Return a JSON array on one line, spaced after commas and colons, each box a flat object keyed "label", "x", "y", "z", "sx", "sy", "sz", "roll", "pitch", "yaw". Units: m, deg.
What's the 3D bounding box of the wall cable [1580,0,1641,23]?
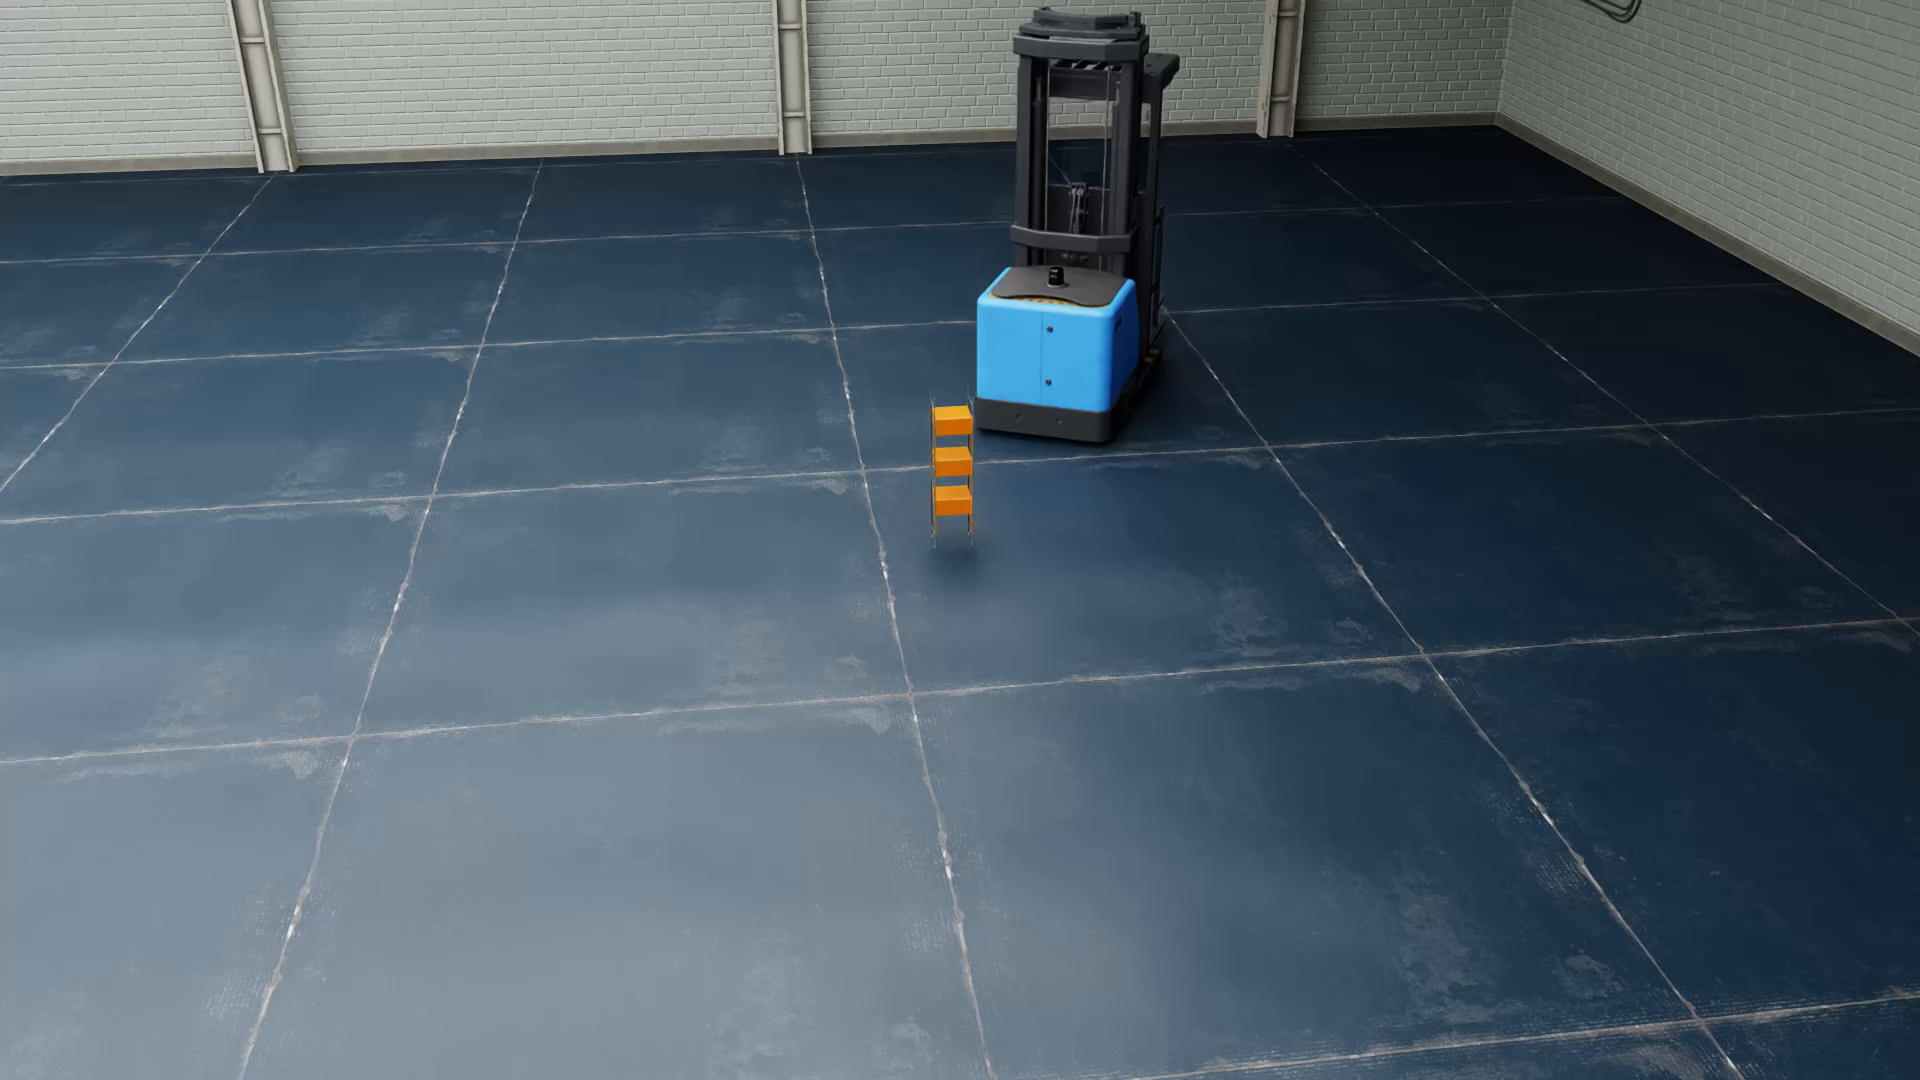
[{"label": "wall cable", "x": 7.050, "y": -7.303, "z": 18.729, "sx": 0.112, "sy": 2.526, "sz": 3.097, "roll": -4, "pitch": 27, "yaw": -7}]

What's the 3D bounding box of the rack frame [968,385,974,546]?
[{"label": "rack frame", "x": 0.068, "y": -0.471, "z": 10.721, "sx": 0.008, "sy": 1.050, "sz": 0.200, "roll": -4, "pitch": 27, "yaw": -7}]

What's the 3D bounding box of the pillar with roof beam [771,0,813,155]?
[{"label": "pillar with roof beam", "x": -1.394, "y": -6.767, "z": 14.284, "sx": 0.400, "sy": 9.000, "sz": 9.100, "roll": -4, "pitch": 27, "yaw": -7}]

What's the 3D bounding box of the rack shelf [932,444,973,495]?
[{"label": "rack shelf", "x": -0.053, "y": -0.454, "z": 10.711, "sx": 0.240, "sy": 0.259, "sz": 0.215, "roll": -4, "pitch": 27, "yaw": -7}]

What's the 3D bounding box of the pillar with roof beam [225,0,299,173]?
[{"label": "pillar with roof beam", "x": -7.335, "y": -6.385, "z": 13.540, "sx": 0.400, "sy": 9.000, "sz": 9.100, "roll": -4, "pitch": 27, "yaw": -7}]

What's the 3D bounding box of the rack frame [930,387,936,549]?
[{"label": "rack frame", "x": -0.174, "y": -0.456, "z": 10.691, "sx": 0.008, "sy": 1.050, "sz": 0.200, "roll": -4, "pitch": 27, "yaw": -7}]

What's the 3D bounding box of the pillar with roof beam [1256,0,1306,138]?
[{"label": "pillar with roof beam", "x": 4.548, "y": -7.149, "z": 15.027, "sx": 0.400, "sy": 9.000, "sz": 9.100, "roll": -4, "pitch": 27, "yaw": -7}]

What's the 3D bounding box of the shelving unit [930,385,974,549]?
[{"label": "shelving unit", "x": -0.053, "y": -0.464, "z": 10.706, "sx": 0.252, "sy": 1.050, "sz": 0.215, "roll": -4, "pitch": 27, "yaw": -7}]

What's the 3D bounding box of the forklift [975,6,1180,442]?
[{"label": "forklift", "x": 1.036, "y": -2.673, "z": 12.951, "sx": 1.130, "sy": 2.935, "sz": 3.031, "roll": 8, "pitch": 28, "yaw": 15}]

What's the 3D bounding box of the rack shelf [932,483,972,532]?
[{"label": "rack shelf", "x": -0.053, "y": -0.207, "z": 10.838, "sx": 0.240, "sy": 0.259, "sz": 0.215, "roll": -4, "pitch": 27, "yaw": -7}]

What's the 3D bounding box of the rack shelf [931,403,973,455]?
[{"label": "rack shelf", "x": -0.053, "y": -0.707, "z": 10.581, "sx": 0.240, "sy": 0.259, "sz": 0.215, "roll": -4, "pitch": 27, "yaw": -7}]
